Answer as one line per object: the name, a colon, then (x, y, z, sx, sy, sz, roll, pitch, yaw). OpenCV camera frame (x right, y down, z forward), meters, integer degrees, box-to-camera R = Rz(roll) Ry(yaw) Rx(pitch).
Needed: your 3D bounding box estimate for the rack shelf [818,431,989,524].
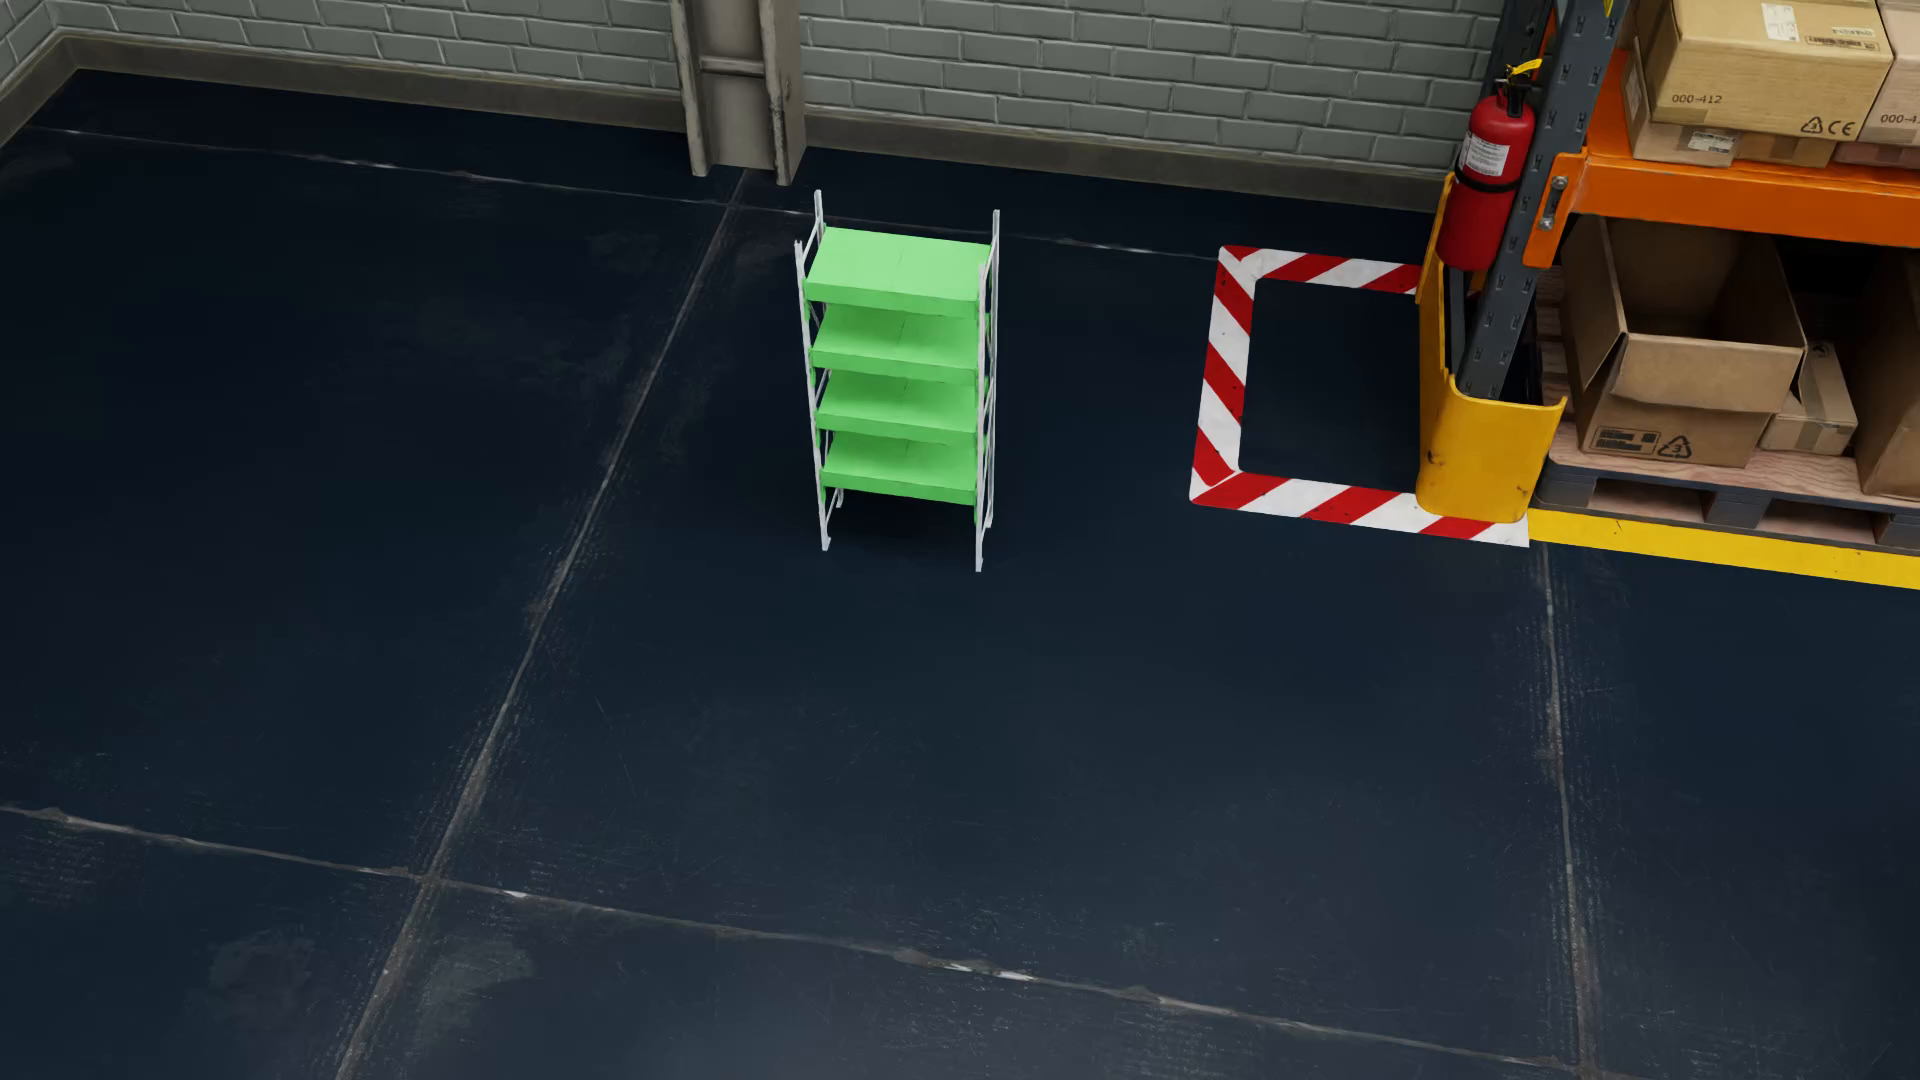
rack shelf: (-0.163, -0.220, 5.049, 0.480, 0.148, 0.258, 8, 49, 7)

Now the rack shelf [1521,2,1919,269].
rack shelf: (3.629, -1.002, 4.617, 4.000, 0.370, 1.077, 8, 49, 7)

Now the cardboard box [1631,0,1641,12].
cardboard box: (2.160, -1.690, 4.652, 0.500, 0.250, 0.500, 9, 49, 8)

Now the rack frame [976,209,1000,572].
rack frame: (0.077, -0.391, 4.794, 0.015, 1.200, 0.240, 8, 49, 7)

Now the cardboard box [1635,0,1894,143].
cardboard box: (2.059, -1.299, 4.301, 0.500, 0.250, 0.500, 8, 49, 7)

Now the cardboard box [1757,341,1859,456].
cardboard box: (2.657, -0.459, 5.280, 0.250, 0.149, 0.380, 6, 48, 5)

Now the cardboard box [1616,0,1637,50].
cardboard box: (2.034, -1.575, 4.818, 0.250, 0.149, 0.380, 7, 48, 6)

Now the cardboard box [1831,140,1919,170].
cardboard box: (2.458, -1.169, 4.453, 0.250, 0.149, 0.380, 7, 48, 6)

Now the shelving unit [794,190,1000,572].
shelving unit: (-0.163, -0.423, 4.823, 0.503, 1.200, 0.258, 8, 49, 7)

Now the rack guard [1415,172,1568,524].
rack guard: (1.735, -0.661, 5.508, 0.348, 0.500, 1.175, 8, 49, 7)

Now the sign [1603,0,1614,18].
sign: (1.564, -1.399, 3.908, 0.005, 0.325, 0.100, 8, 49, 7)

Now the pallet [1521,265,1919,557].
pallet: (2.520, -0.460, 5.522, 1.213, 0.211, 1.003, 8, 49, 7)

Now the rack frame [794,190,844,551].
rack frame: (-0.403, -0.455, 4.852, 0.015, 1.200, 0.240, 8, 49, 7)

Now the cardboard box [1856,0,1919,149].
cardboard box: (2.555, -1.232, 4.242, 0.500, 0.250, 0.500, 8, 49, 7)

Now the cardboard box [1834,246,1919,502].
cardboard box: (3.080, -0.520, 5.099, 0.500, 0.500, 0.700, 9, 49, 8)

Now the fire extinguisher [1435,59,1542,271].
fire extinguisher: (1.434, -1.037, 4.468, 0.183, 0.674, 0.296, 8, 49, 7)

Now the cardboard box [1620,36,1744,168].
cardboard box: (1.935, -1.179, 4.461, 0.250, 0.149, 0.380, 7, 48, 7)

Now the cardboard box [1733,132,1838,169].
cardboard box: (2.194, -1.179, 4.461, 0.250, 0.149, 0.380, 9, 49, 8)

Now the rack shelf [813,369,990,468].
rack shelf: (-0.163, -0.380, 4.871, 0.480, 0.148, 0.258, 8, 49, 7)

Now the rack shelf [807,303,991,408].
rack shelf: (-0.163, -0.541, 4.692, 0.480, 0.148, 0.258, 8, 49, 7)

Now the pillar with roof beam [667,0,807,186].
pillar with roof beam: (-1.598, -1.377, 0.438, 0.400, 9.000, 9.100, 8, 49, 7)

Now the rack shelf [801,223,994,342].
rack shelf: (-0.163, -0.701, 4.514, 0.480, 0.148, 0.258, 8, 49, 7)

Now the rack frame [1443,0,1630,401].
rack frame: (1.661, -1.507, 4.587, 0.127, 3.000, 1.000, 8, 49, 7)

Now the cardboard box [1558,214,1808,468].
cardboard box: (2.246, -0.663, 5.225, 0.637, 0.503, 0.797, 6, 48, 5)
